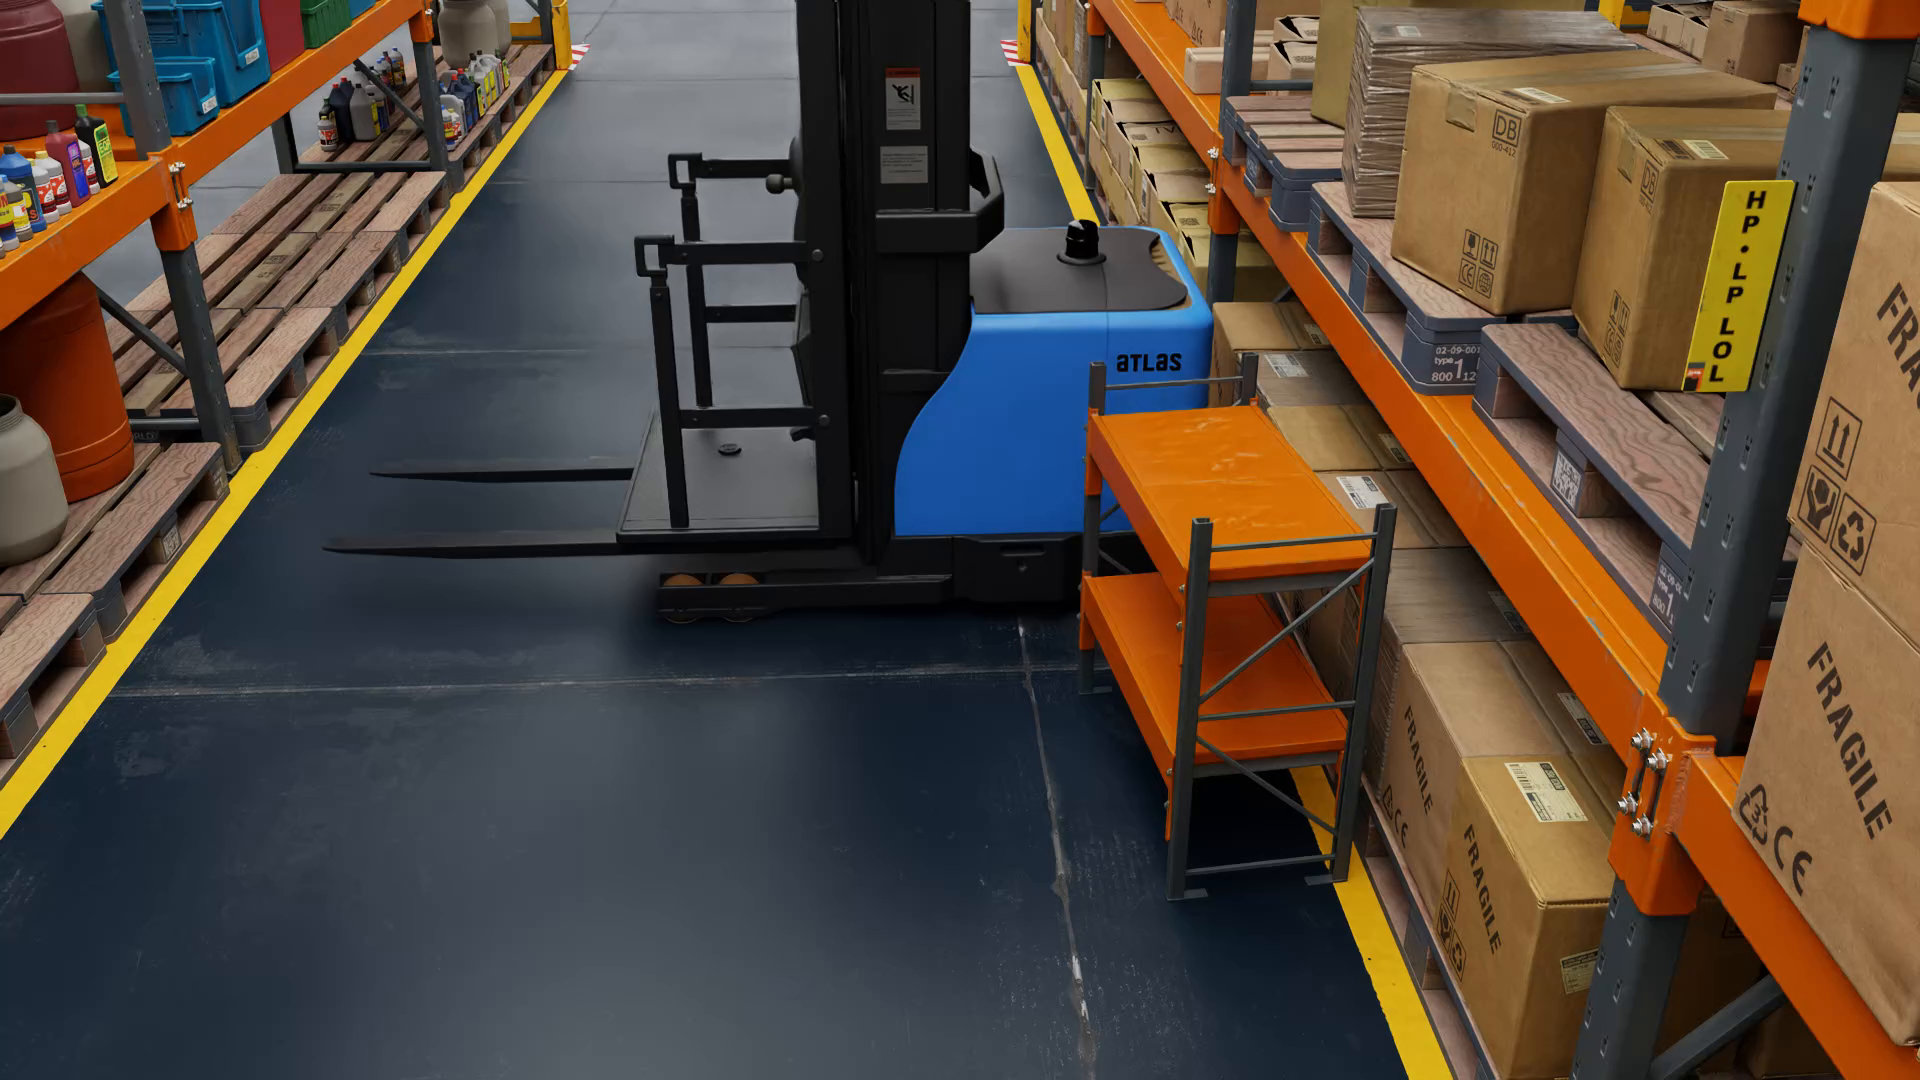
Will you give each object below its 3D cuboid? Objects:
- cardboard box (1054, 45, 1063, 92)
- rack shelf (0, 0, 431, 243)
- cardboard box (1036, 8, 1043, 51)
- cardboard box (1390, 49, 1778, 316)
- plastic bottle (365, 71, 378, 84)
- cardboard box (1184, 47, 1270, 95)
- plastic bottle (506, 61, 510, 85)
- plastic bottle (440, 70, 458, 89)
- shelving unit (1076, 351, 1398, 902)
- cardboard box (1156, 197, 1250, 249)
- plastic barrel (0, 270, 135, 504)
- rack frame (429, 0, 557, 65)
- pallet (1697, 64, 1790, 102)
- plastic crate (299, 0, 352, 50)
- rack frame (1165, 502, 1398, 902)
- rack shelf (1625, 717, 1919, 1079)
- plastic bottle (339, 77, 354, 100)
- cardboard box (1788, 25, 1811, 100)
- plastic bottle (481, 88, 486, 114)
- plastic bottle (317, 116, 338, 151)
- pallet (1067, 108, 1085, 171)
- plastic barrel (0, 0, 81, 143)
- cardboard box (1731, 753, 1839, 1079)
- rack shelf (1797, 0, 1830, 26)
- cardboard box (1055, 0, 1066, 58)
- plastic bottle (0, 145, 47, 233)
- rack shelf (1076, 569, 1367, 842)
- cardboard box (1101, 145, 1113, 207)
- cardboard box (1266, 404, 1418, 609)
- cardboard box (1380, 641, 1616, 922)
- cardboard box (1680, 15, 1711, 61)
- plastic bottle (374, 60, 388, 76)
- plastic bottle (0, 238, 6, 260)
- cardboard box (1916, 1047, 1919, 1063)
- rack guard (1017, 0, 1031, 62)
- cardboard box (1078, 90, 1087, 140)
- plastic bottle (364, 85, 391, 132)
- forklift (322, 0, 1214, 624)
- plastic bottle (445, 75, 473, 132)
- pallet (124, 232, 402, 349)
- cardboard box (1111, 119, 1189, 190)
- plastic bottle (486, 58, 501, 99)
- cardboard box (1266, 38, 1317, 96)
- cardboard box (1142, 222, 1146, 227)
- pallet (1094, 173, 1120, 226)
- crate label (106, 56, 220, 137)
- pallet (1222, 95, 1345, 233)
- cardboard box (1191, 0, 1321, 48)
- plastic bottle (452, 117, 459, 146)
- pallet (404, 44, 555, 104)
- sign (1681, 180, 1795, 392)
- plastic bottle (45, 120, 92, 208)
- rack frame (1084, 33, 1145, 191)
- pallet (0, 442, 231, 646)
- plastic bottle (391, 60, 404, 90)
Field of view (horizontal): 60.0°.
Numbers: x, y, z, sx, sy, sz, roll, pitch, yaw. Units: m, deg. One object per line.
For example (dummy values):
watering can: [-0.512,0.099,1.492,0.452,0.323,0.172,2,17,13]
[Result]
cardboard box: [0.962,-3.437,12.114,0.500,0.250,0.500,-1,28,-3]
rack shelf: [-3.554,-2.208,8.017,1.077,0.370,4.000,-1,28,-3]
cardboard box: [0.885,-4.129,13.443,0.500,0.250,0.500,-1,28,-3]
cardboard box: [1.552,-0.918,4.205,0.700,0.500,0.500,-8,29,-16]
plastic bottle: [-4.011,-3.041,11.306,0.152,0.276,0.135,-1,28,-2]
cardboard box: [1.174,-2.018,7.147,0.380,0.149,0.250,-1,28,-3]
plastic bottle: [-3.334,-3.414,12.103,0.097,0.201,0.097,0,28,0]
plastic bottle: [-3.465,-3.089,11.398,0.152,0.276,0.135,-1,28,-3]
shelving unit: [0.710,0.203,4.644,0.538,1.125,1.048,-5,28,-9]
cardboard box: [1.190,-1.412,7.627,0.500,0.311,0.500,-2,28,-3]
plastic barrel: [-3.407,-0.601,6.052,0.600,0.830,0.708,-1,28,-3]
rack frame: [-3.867,-5.297,13.163,1.000,3.000,0.127,-1,28,-3]
pallet: [6.098,-3.327,12.401,1.003,0.211,1.213,-1,28,-3]
plastic crate: [-3.286,-2.559,8.141,0.450,0.188,0.662,-1,28,-3]
rack frame: [0.795,0.435,4.200,0.500,1.125,0.032,-5,28,-9]
rack shelf: [1.810,1.369,1.159,1.077,0.370,4.000,-1,28,-3]
plastic bottle: [-3.990,-2.850,10.859,0.144,0.351,0.185,-3,28,-5]
cardboard box: [6.141,-3.254,11.473,0.500,0.500,0.500,-3,28,-7]
plastic bottle: [-3.287,-3.006,11.320,0.097,0.201,0.097,0,28,0]
plastic bottle: [-3.989,-2.564,10.474,0.097,0.201,0.097,0,28,0]
pallet: [1.289,-2.700,11.198,1.003,0.211,1.213,-1,28,-3]
plastic barrel: [-3.776,-1.870,6.445,0.600,0.536,0.708,-1,28,-3]
cardboard box: [1.924,0.810,3.680,0.500,0.500,0.500,-3,28,-5]
rack shelf: [1.602,-1.808,4.007,1.077,0.370,4.000,-1,28,-3]
cardboard box: [0.961,-3.769,11.941,0.500,0.500,0.500,-1,28,-3]
plastic bottle: [-2.992,-1.119,5.291,0.097,0.271,0.097,0,28,0]
rack shelf: [0.710,0.420,4.757,0.538,0.278,1.000,-5,28,-9]
cardboard box: [1.087,-2.107,9.565,0.500,0.250,0.500,-1,28,-1]
cardboard box: [1.290,-0.117,5.458,0.500,0.500,0.500,-2,28,-3]
cardboard box: [1.377,0.590,4.102,0.500,0.500,0.500,-1,28,-2]
cardboard box: [6.002,-3.955,13.020,0.500,0.311,0.500,1,28,2]
plastic bottle: [-4.061,-3.233,11.680,0.097,0.271,0.097,0,28,0]
plastic bottle: [-2.977,-0.953,5.049,0.097,0.201,0.097,0,28,0]
cardboard box: [1.490,0.560,1.824,0.500,0.500,0.500,-1,28,-2]
rack guard: [1.078,-4.318,13.988,1.175,0.500,0.348,-1,28,-3]
cardboard box: [1.046,-2.744,10.787,0.500,0.250,0.500,-1,28,-3]
plastic bottle: [-3.843,-2.832,10.905,0.152,0.276,0.135,-1,28,-3]
forklift: [-0.697,-1.262,5.501,3.031,2.935,1.130,-1,28,-3]
plastic bottle: [-3.286,-2.853,10.866,0.144,0.351,0.185,-1,28,-1]
pallet: [-3.512,-1.287,8.490,1.003,0.211,1.213,-1,28,-3]
cardboard box: [1.110,-2.117,8.977,0.500,0.311,0.500,-2,28,-4]
plastic bottle: [-3.341,-3.266,11.738,0.152,0.276,0.135,-2,28,-4]
cardboard box: [1.522,-1.850,6.650,0.500,0.311,0.500,0,28,1]
cardboard box: [1.172,-1.395,8.201,0.500,0.250,0.500,-1,28,-1]
pallet: [1.366,-1.992,9.842,1.003,0.211,1.213,-1,28,-3]
crate label: [-3.097,-1.732,6.509,0.303,0.233,0.416,-1,28,-3]
pallet: [1.603,-1.324,5.753,1.213,0.211,1.003,-1,28,-3]
cardboard box: [1.393,-2.540,7.767,0.500,0.500,0.500,-3,28,-5]
plastic bottle: [-3.243,-2.609,10.559,0.097,0.201,0.097,0,28,0]
pallet: [-3.779,-3.652,13.023,1.003,0.211,1.213,-1,28,-3]
sign: [1.152,-0.372,2.467,0.100,0.325,0.005,-1,28,-3]
plastic bottle: [-2.990,-1.268,5.564,0.061,0.283,0.133,-1,28,-3]
rack frame: [1.288,-3.568,9.847,1.000,3.000,0.127,-1,28,-3]
pallet: [-3.367,-0.003,6.028,1.003,0.211,1.213,-1,28,-3]
plastic bottle: [-4.078,-3.359,11.997,0.097,0.201,0.097,0,28,0]
